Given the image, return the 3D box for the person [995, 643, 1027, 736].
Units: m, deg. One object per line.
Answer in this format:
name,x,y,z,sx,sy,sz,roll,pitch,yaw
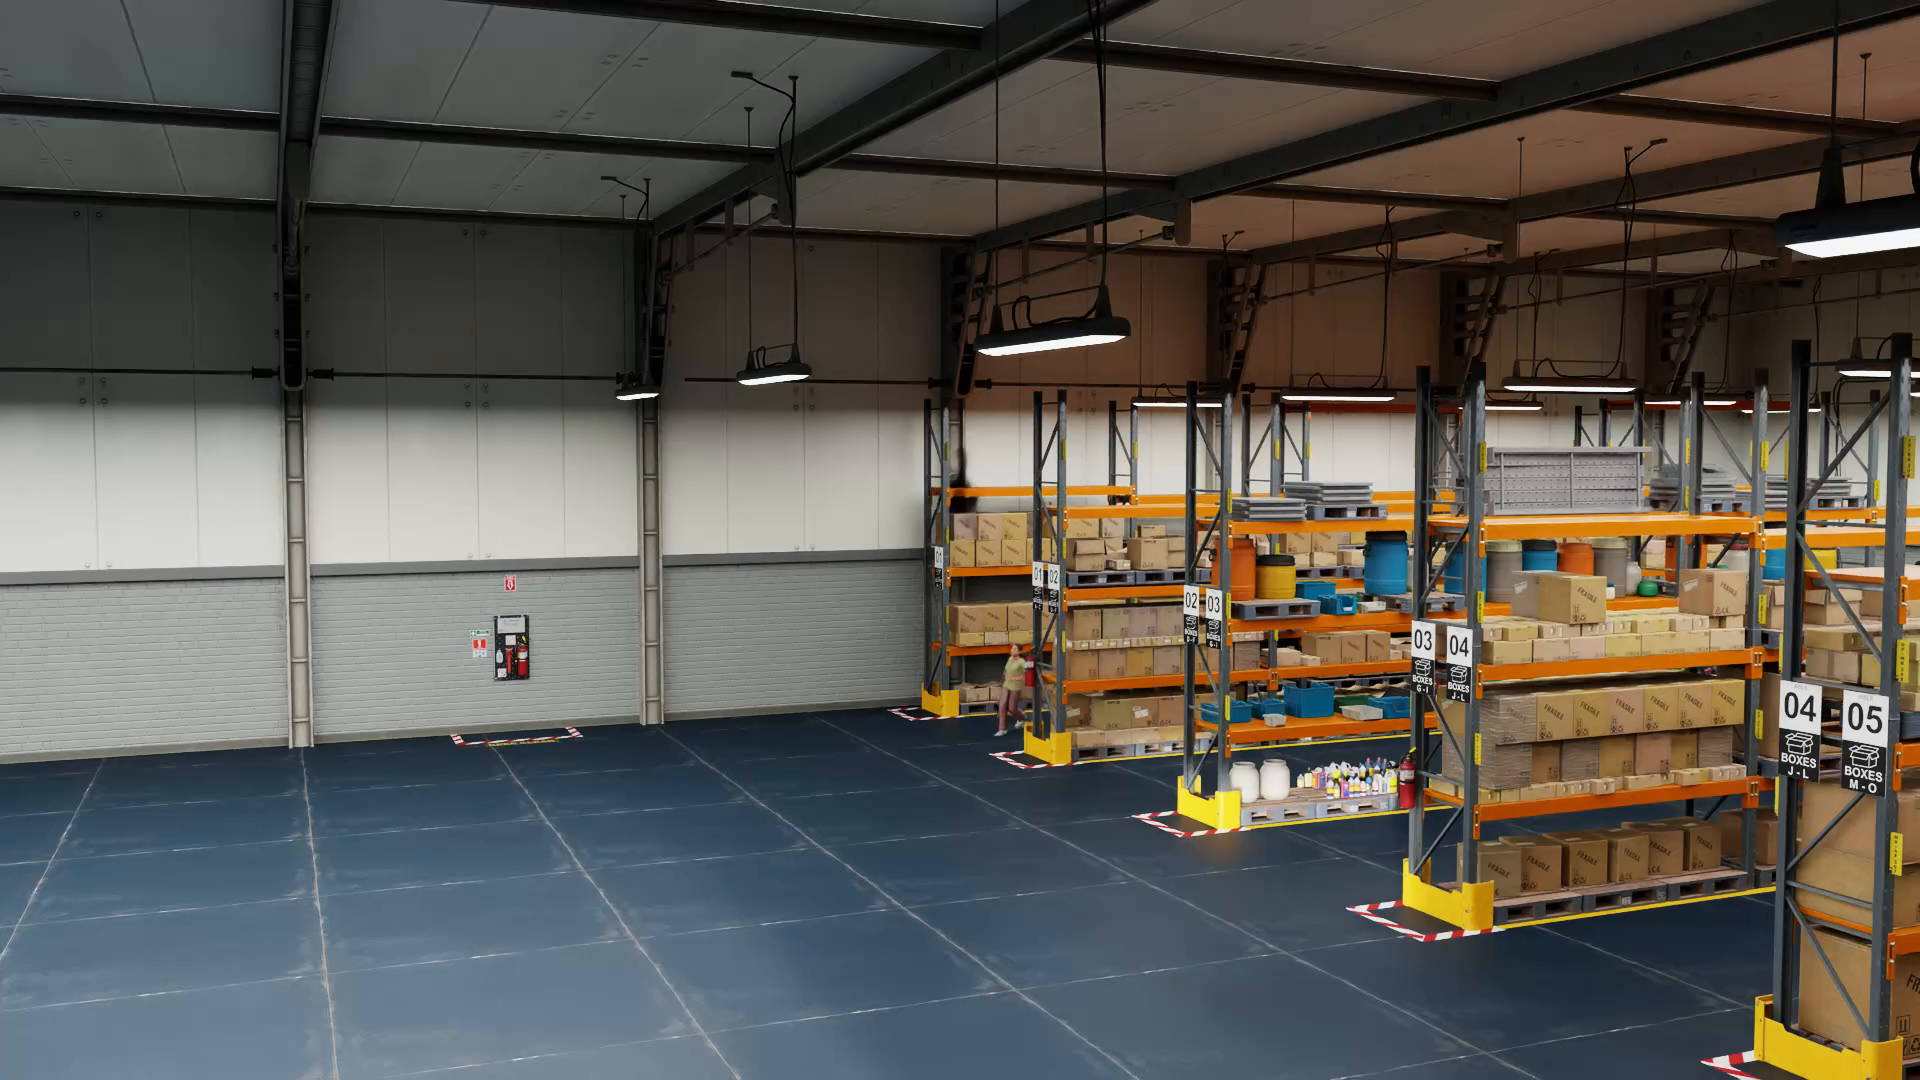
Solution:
person,1.001,2.636,29.407,0.614,1.655,0.818,3,4,41
